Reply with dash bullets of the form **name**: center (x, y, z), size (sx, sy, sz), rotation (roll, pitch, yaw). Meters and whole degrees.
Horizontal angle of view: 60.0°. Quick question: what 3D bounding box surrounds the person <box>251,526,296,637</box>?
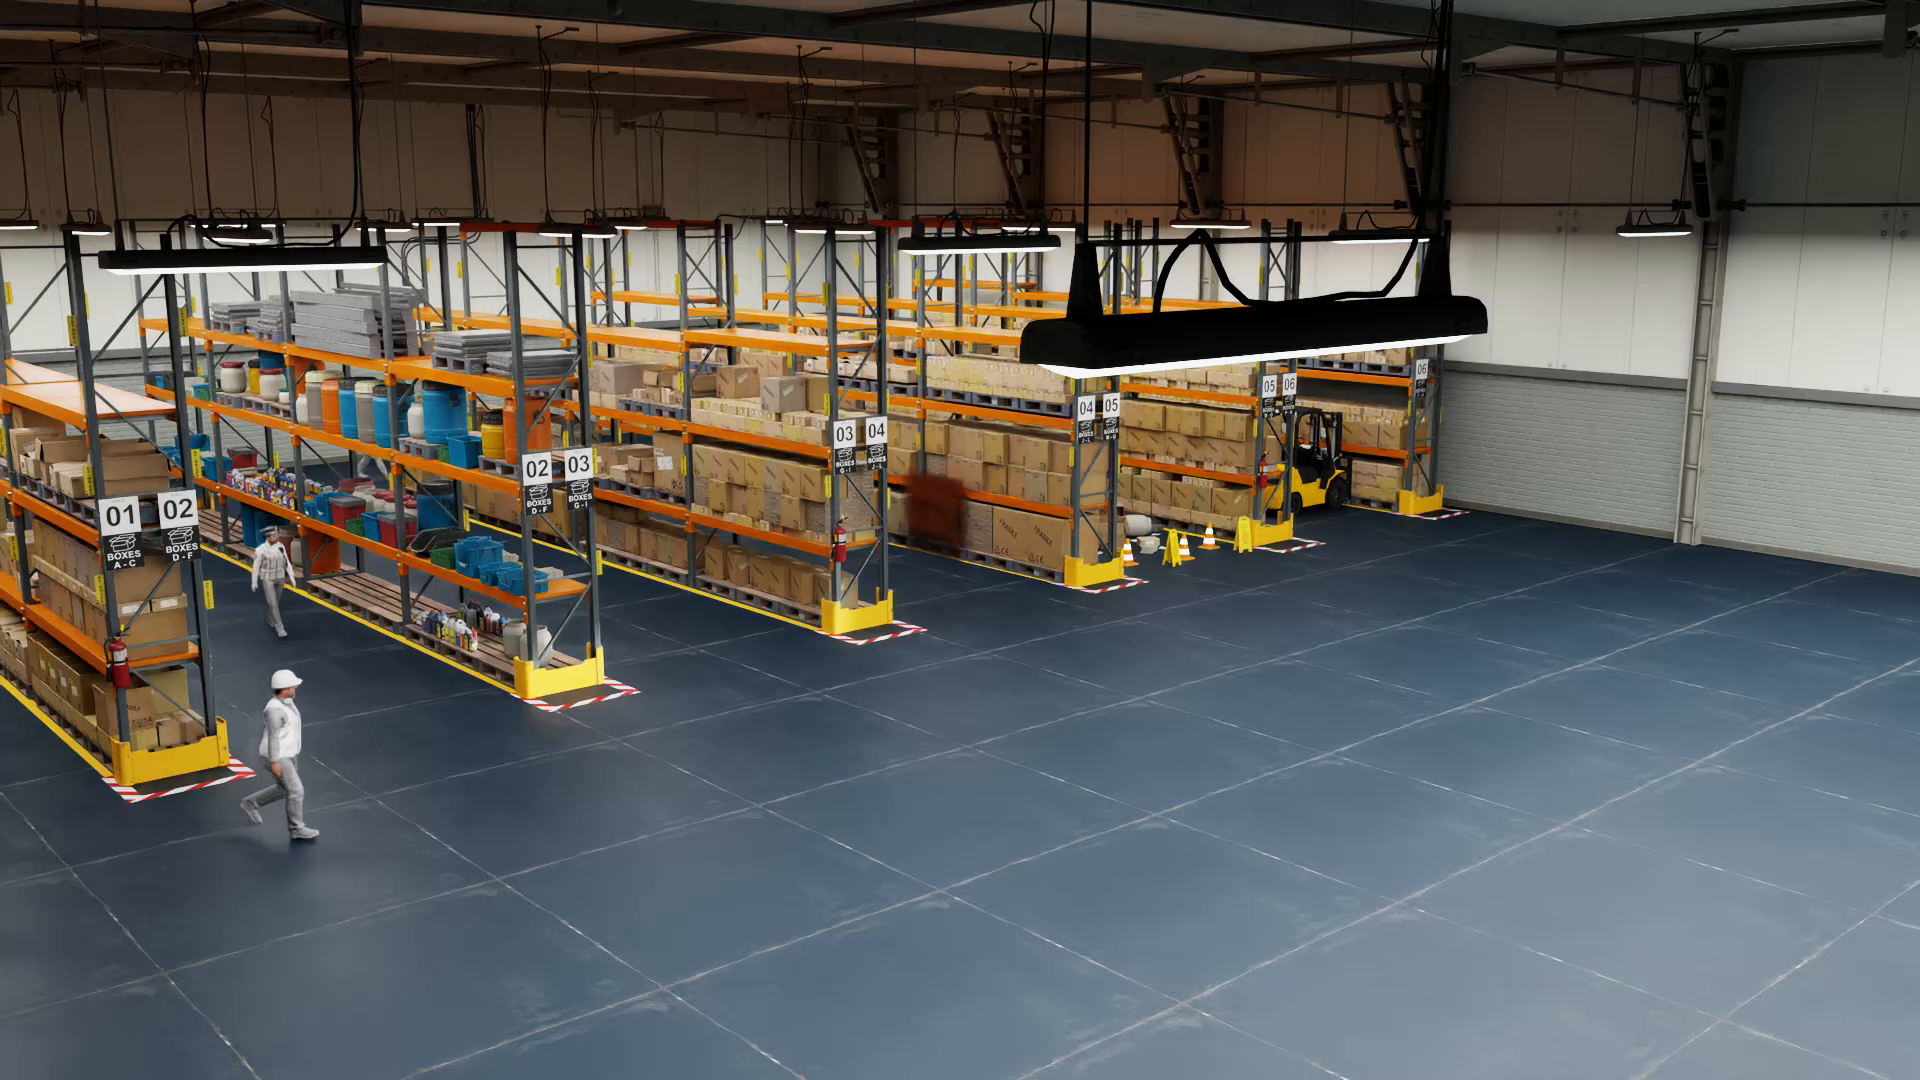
- **person**: center (-10.247, 0.577, 24.813), size (0.593, 1.610, 1.042), rotation (-10, 15, -40)

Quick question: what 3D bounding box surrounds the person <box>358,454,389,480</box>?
- **person**: center (-13.574, -2.248, 38.550), size (1.113, 1.698, 0.582), rotation (1, 12, 7)

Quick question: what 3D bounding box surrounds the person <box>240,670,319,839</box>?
- **person**: center (-6.924, 2.151, 16.786), size (0.855, 1.744, 0.538), rotation (0, 11, 0)

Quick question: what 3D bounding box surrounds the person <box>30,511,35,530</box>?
- **person**: center (-17.501, -0.769, 31.504), size (0.434, 1.644, 0.859), rotation (2, 12, 12)
